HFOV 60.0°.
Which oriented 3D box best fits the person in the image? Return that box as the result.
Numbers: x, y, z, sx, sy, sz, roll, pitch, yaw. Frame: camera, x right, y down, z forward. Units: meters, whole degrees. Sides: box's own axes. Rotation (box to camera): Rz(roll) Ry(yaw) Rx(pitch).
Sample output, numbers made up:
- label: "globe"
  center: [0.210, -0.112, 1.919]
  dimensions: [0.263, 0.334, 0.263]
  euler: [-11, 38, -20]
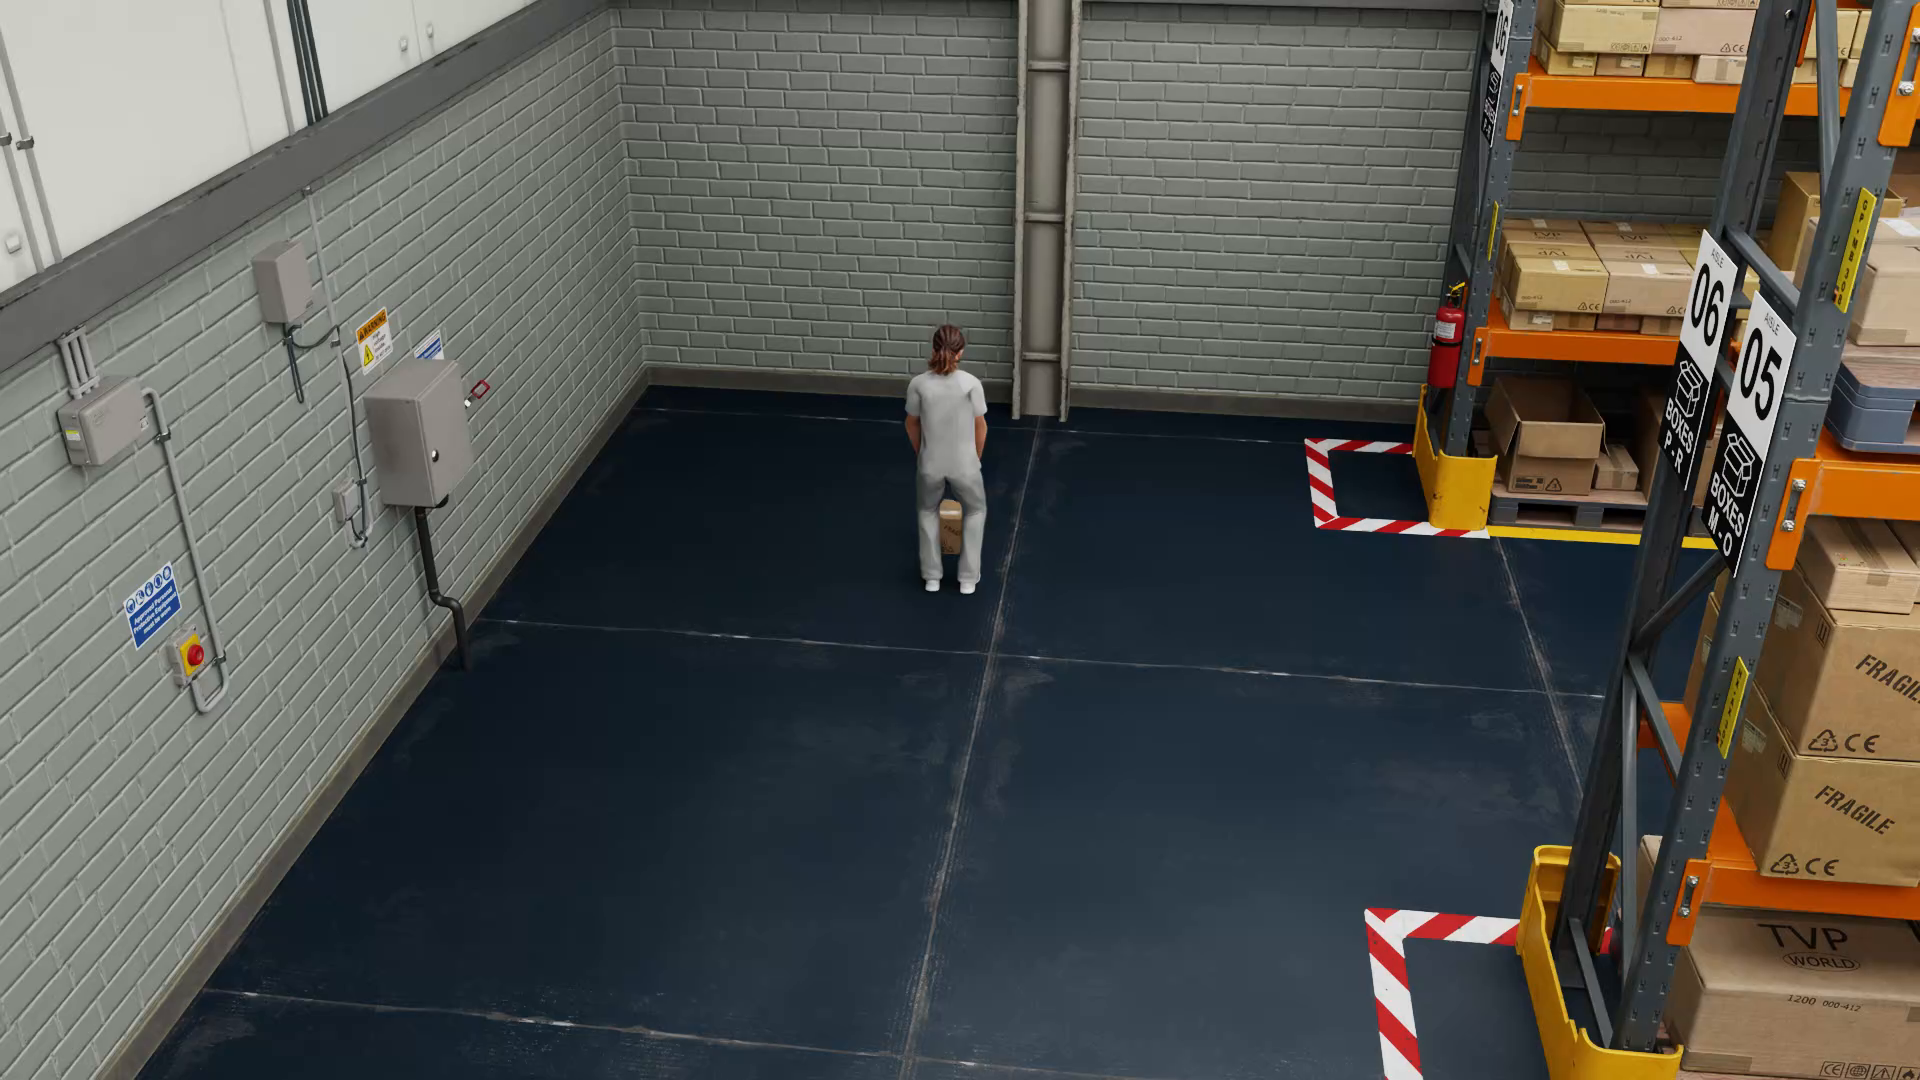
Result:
- label: "person"
  center: [-0.082, -0.447, 9.565]
  dimensions: [0.475, 1.573, 0.467]
  euler: [4, 29, 7]
